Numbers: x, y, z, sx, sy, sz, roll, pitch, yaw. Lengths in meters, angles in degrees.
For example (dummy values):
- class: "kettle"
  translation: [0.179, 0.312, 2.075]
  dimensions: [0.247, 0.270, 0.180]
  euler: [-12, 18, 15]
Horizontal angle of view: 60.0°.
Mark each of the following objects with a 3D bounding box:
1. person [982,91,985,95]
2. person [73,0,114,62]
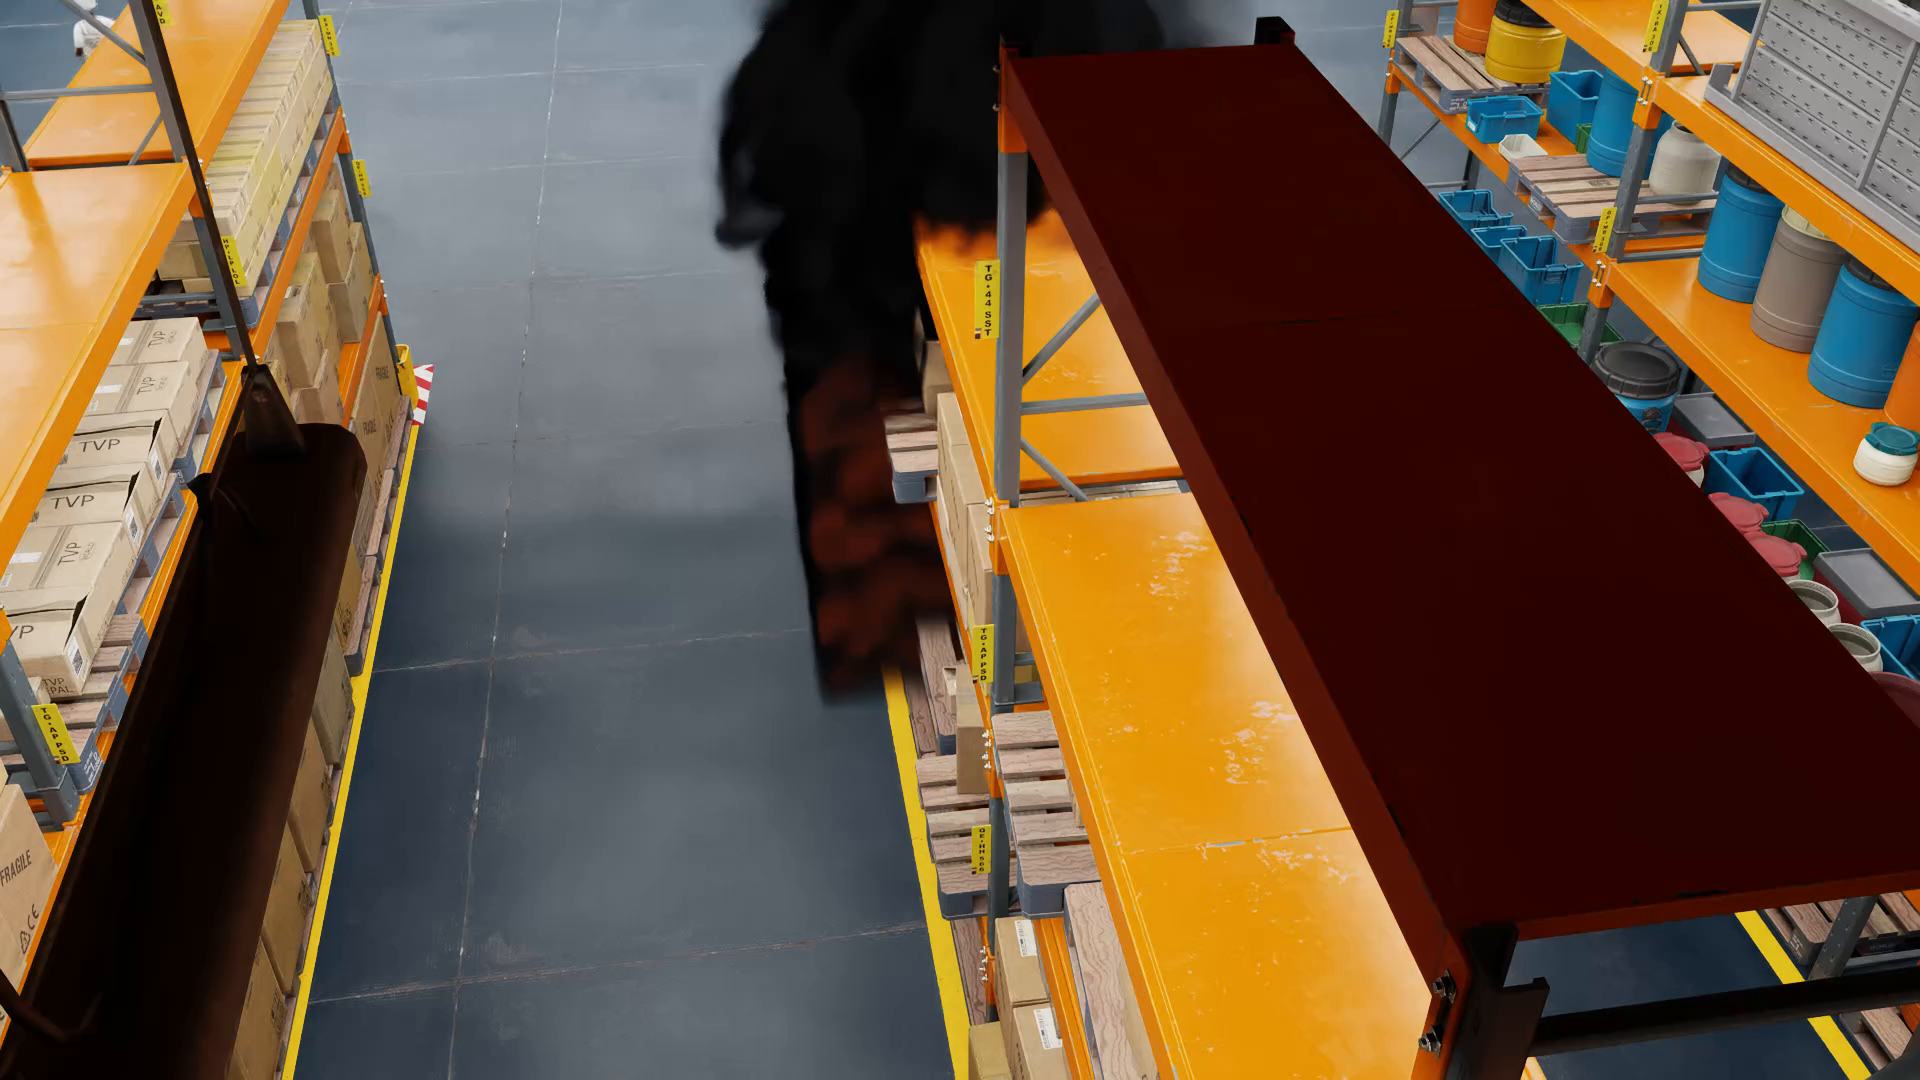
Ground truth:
- class: "person"
  translation: [-0.012, -4.574, 18.299]
  dimensions: [0.729, 1.704, 0.587]
  euler: [14, 38, 18]
- class: "person"
  translation: [-10.154, -5.620, 19.698]
  dimensions: [0.638, 1.688, 0.578]
  euler: [20, 41, 25]
